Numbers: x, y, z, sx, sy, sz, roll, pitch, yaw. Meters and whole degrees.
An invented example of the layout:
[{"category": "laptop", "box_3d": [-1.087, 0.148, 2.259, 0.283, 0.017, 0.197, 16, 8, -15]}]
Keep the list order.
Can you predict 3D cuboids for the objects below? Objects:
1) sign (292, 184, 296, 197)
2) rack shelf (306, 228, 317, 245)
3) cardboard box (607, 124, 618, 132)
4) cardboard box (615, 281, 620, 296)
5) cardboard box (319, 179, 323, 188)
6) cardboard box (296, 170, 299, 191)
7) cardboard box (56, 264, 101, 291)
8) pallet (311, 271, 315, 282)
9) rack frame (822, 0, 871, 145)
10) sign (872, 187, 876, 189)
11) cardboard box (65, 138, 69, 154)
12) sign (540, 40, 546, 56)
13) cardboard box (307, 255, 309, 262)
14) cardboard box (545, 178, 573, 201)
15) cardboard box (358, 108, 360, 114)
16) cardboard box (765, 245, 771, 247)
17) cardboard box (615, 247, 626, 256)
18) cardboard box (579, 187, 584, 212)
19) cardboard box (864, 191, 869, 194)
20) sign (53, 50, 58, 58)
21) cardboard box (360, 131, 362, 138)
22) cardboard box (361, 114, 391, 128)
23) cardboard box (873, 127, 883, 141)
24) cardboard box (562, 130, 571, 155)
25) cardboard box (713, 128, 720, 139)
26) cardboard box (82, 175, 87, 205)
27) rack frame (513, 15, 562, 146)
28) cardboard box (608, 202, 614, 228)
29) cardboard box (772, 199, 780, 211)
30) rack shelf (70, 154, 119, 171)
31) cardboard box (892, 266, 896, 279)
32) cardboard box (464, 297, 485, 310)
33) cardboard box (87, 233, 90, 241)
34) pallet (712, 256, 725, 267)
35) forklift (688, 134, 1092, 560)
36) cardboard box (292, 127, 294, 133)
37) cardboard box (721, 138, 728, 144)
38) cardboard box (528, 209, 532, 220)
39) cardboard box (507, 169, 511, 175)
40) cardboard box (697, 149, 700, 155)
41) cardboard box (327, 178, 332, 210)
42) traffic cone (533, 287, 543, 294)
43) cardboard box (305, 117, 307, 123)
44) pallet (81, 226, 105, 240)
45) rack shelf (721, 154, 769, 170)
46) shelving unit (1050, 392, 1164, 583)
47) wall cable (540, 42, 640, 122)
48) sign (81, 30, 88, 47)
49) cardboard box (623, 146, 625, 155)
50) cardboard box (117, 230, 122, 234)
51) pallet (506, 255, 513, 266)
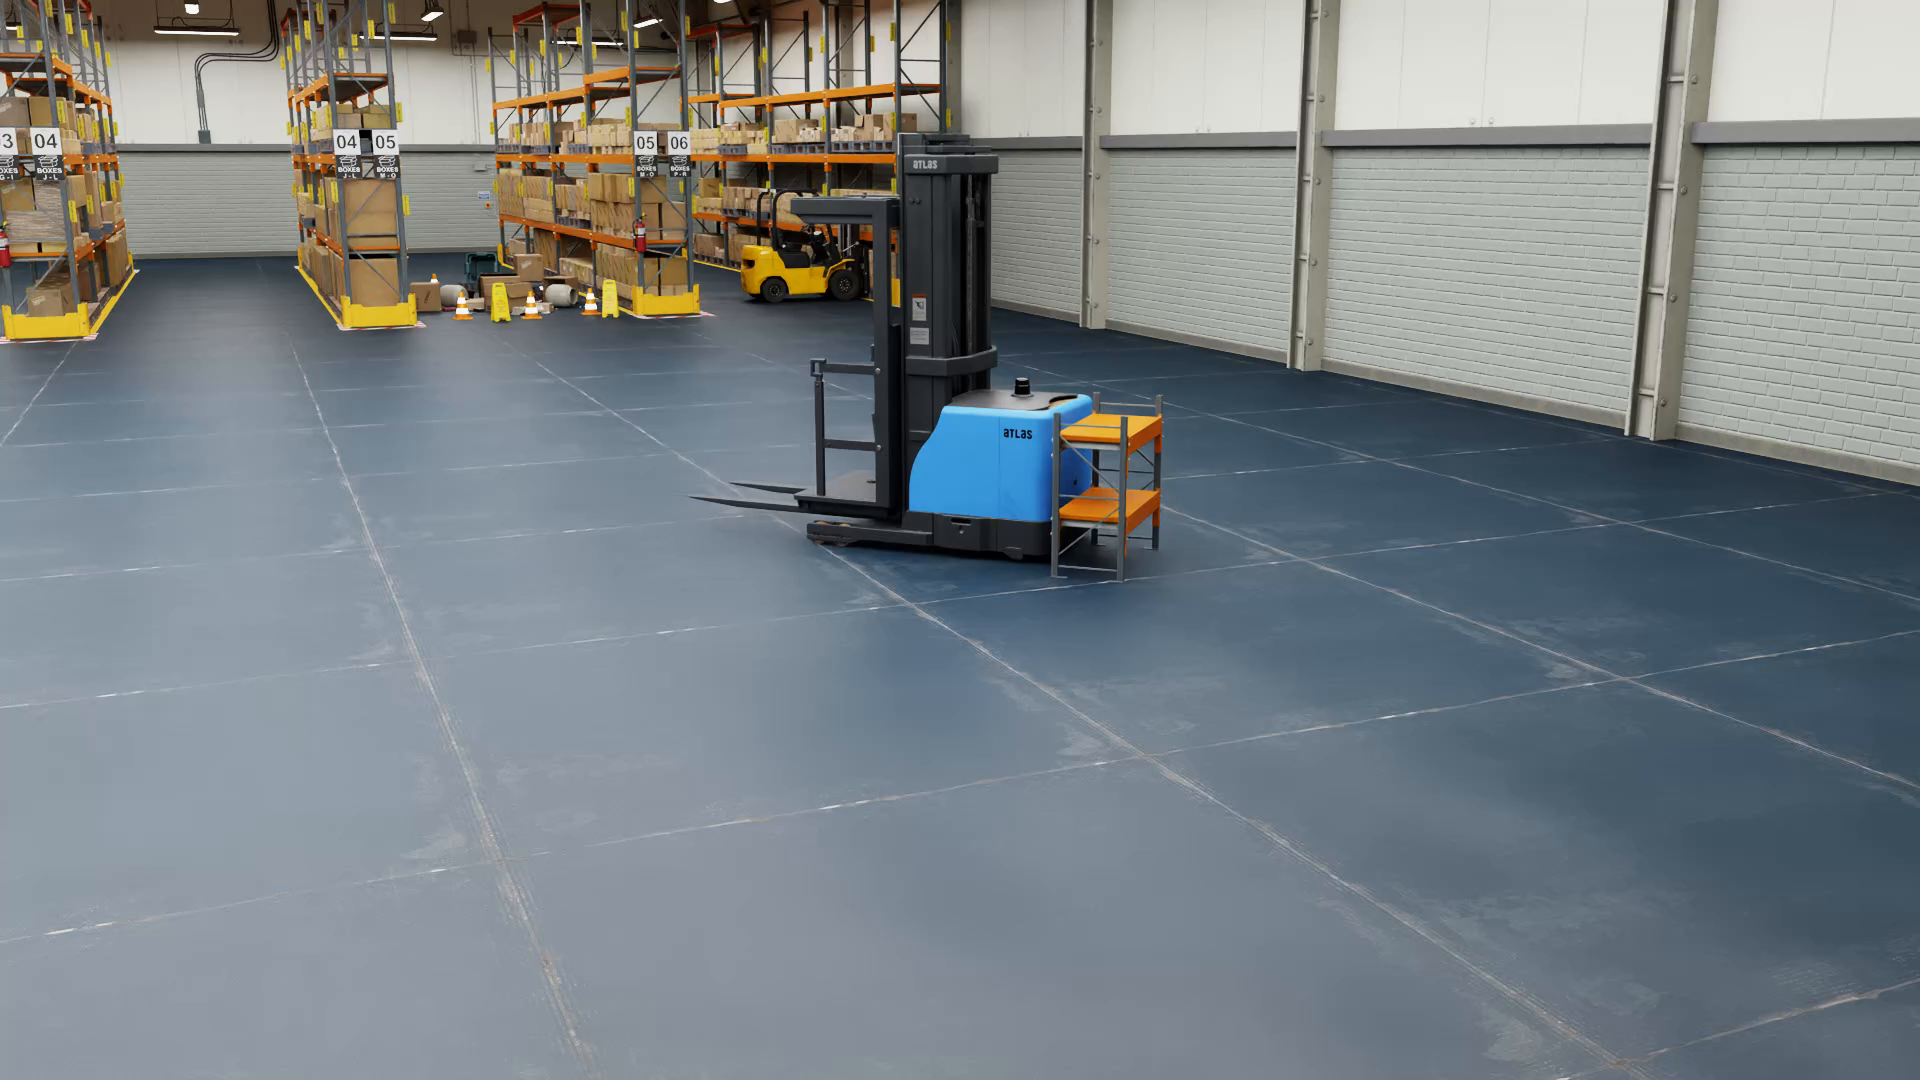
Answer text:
[{"category": "sign", "box_3d": [-16.686, -8.768, 41.683, 0.100, 0.325, 0.005, -6, 14, -23]}, {"category": "rack shelf", "box_3d": [-13.785, -6.806, 36.718, 1.077, 0.370, 4.000, -6, 14, -23]}, {"category": "cardboard box", "box_3d": [-6.335, -7.642, 30.875, 0.380, 0.149, 0.250, -5, 14, -22]}, {"category": "cardboard box", "box_3d": [-6.269, -4.781, 31.542, 0.500, 0.250, 0.500, -6, 14, -25]}, {"category": "cardboard box", "box_3d": [-12.813, -7.185, 34.323, 0.700, 0.500, 0.500, -6, 14, -23]}, {"category": "cardboard box", "box_3d": [-15.649, -8.642, 39.956, 0.500, 0.500, 0.500, -6, 14, -25]}, {"category": "cardboard box", "box_3d": [-17.048, -5.062, 32.158, 0.700, 0.500, 0.500, -7, 15, -28]}, {"category": "pallet", "box_3d": [-14.273, -6.050, 38.042, 1.003, 0.211, 1.213, -6, 14, -23]}, {"category": "rack frame", "box_3d": [-2.340, -9.756, 34.567, 1.000, 3.000, 0.127, -6, 14, -23]}, {"category": "sign", "box_3d": [-1.832, -7.344, 35.354, 0.100, 0.325, 0.005, -6, 14, -23]}, {"category": "cardboard box", "box_3d": [-14.533, -6.280, 26.532, 0.500, 0.250, 0.500, -6, 14, -24]}, {"category": "sign", "box_3d": [-8.996, -10.615, 35.854, 0.100, 0.325, 0.005, -6, 14, -23]}, {"category": "cardboard box", "box_3d": [-15.123, -6.621, 39.056, 0.380, 0.149, 0.250, -6, 14, -26]}, {"category": "cardboard box", "box_3d": [-8.936, -7.830, 37.109, 0.500, 0.500, 0.500, -6, 14, -24]}, {"category": "cardboard box", "box_3d": [-10.536, -7.641, 29.716, 0.380, 0.149, 0.250, -6, 14, -23]}, {"category": "cardboard box", "box_3d": [-4.309, -6.715, 39.342, 0.500, 0.500, 0.500, -5, 14, -21]}, {"category": "cardboard box", "box_3d": [-6.254, -5.423, 31.213, 0.380, 0.149, 0.250, -5, 14, -21]}, {"category": "cardboard box", "box_3d": [-7.482, -6.960, 33.975, 0.500, 0.500, 0.500, -6, 14, -23]}, {"category": "cardboard box", "box_3d": [-1.677, -6.826, 32.892, 0.380, 0.149, 0.250, -5, 14, -22]}, {"category": "sign", "box_3d": [-21.285, -11.375, 39.136, 0.100, 0.325, 0.005, -6, 14, -23]}, {"category": "cardboard box", "box_3d": [-10.536, -7.253, 29.805, 0.380, 0.149, 0.250, -5, 14, -22]}, {"category": "cardboard box", "box_3d": [-9.737, -6.999, 27.827, 0.500, 0.250, 0.500, -6, 14, -23]}, {"category": "cardboard box", "box_3d": [-1.449, -7.852, 32.138, 0.396, 0.266, 0.258, -6, 14, -23]}, {"category": "cardboard box", "box_3d": [-8.118, -8.524, 35.674, 0.700, 0.500, 0.500, -6, 14, -23]}, {"category": "cardboard box", "box_3d": [-5.967, -10.346, 42.330, 0.500, 0.250, 0.500, -6, 14, -23]}, {"category": "cardboard box", "box_3d": [-15.534, -6.102, 28.983, 0.500, 0.500, 0.500, -6, 14, -23]}, {"category": "rack frame", "box_3d": [-10.091, -10.960, 39.767, 1.000, 3.000, 0.127, -6, 14, -23]}, {"category": "cardboard box", "box_3d": [-6.333, -6.153, 31.421, 0.500, 0.500, 0.500, -5, 14, -22]}, {"category": "cardboard box", "box_3d": [-4.011, -7.714, 38.273, 0.500, 0.250, 0.500, -6, 14, -23]}, {"category": "rack shelf", "box_3d": [-19.972, -8.666, 38.105, 1.077, 0.370, 4.000, -6, 14, -23]}, {"category": "cardboard box", "box_3d": [-1.219, -5.188, 32.191, 0.500, 0.250, 0.500, -6, 14, -24]}, {"category": "cardboard box", "box_3d": [-9.005, -4.396, 30.773, 0.396, 0.266, 0.258, -3, 13, -13]}, {"category": "cardboard box", "box_3d": [-15.611, -5.349, 29.386, 0.380, 0.149, 0.250, -6, 14, -23]}, {"category": "pallet", "box_3d": [-5.819, -7.270, 43.312, 1.003, 0.211, 1.213, -6, 14, -23]}, {"category": "forklift", "box_3d": [-0.580, -1.484, 12.280, 3.031, 2.935, 1.130, 5, 14, 22]}, {"category": "cardboard box", "box_3d": [-16.043, -9.967, 40.469, 0.380, 0.149, 0.250, -5, 14, -22]}, {"category": "cardboard box", "box_3d": [-5.717, -9.924, 41.349, 0.380, 0.149, 0.250, -5, 14, -22]}, {"category": "cardboard box", "box_3d": [-9.948, -7.743, 39.504, 0.500, 0.250, 0.500, -6, 14, -24]}, {"category": "cardboard box", "box_3d": [-11.222, -9.293, 41.992, 0.380, 0.149, 0.250, -6, 14, -24]}, {"category": "cardboard box", "box_3d": [-6.707, -10.239, 43.863, 0.380, 0.149, 0.250, -6, 14, -23]}, {"category": "cardboard box", "box_3d": [-10.848, -6.209, 29.818, 0.875, 0.550, 0.550, -6, 14, -23]}, {"category": "traffic cone", "box_3d": [-8.666, -5.278, 34.149, 0.336, 0.463, 0.334, -6, 14, -23]}, {"category": "cardboard box", "box_3d": [-13.603, -8.791, 35.127, 0.396, 0.266, 0.258, -6, 14, -23]}, {"category": "pallet", "box_3d": [-16.139, -5.567, 30.196, 1.003, 0.211, 1.213, -6, 14, -23]}, {"category": "rack shelf", "box_3d": [-4.743, -9.184, 40.342, 1.077, 0.370, 4.000, -6, 14, -23]}, {"category": "shelving unit", "box_3d": [1.031, -0.388, 11.551, 0.538, 1.125, 1.048, 5, 14, 19]}, {"category": "wall cable", "box_3d": [-10.972, -13.266, 49.646, 2.988, 3.039, 0.133, -6, 14, -23]}, {"category": "sign", "box_3d": [-17.076, -9.783, 32.435, 0.100, 0.325, 0.005, -6, 14, -23]}, {"category": "cardboard box", "box_3d": [-5.888, -7.052, 30.091, 0.380, 0.149, 0.250, -5, 14, -21]}, {"category": "cardboard box", "box_3d": [-19.723, -6.641, 38.192, 0.875, 0.875, 0.875, -6, 14, -23]}, {"category": "pallet", "box_3d": [-11.301, -7.347, 43.646, 1.003, 0.211, 1.213, -6, 14, -23]}]
